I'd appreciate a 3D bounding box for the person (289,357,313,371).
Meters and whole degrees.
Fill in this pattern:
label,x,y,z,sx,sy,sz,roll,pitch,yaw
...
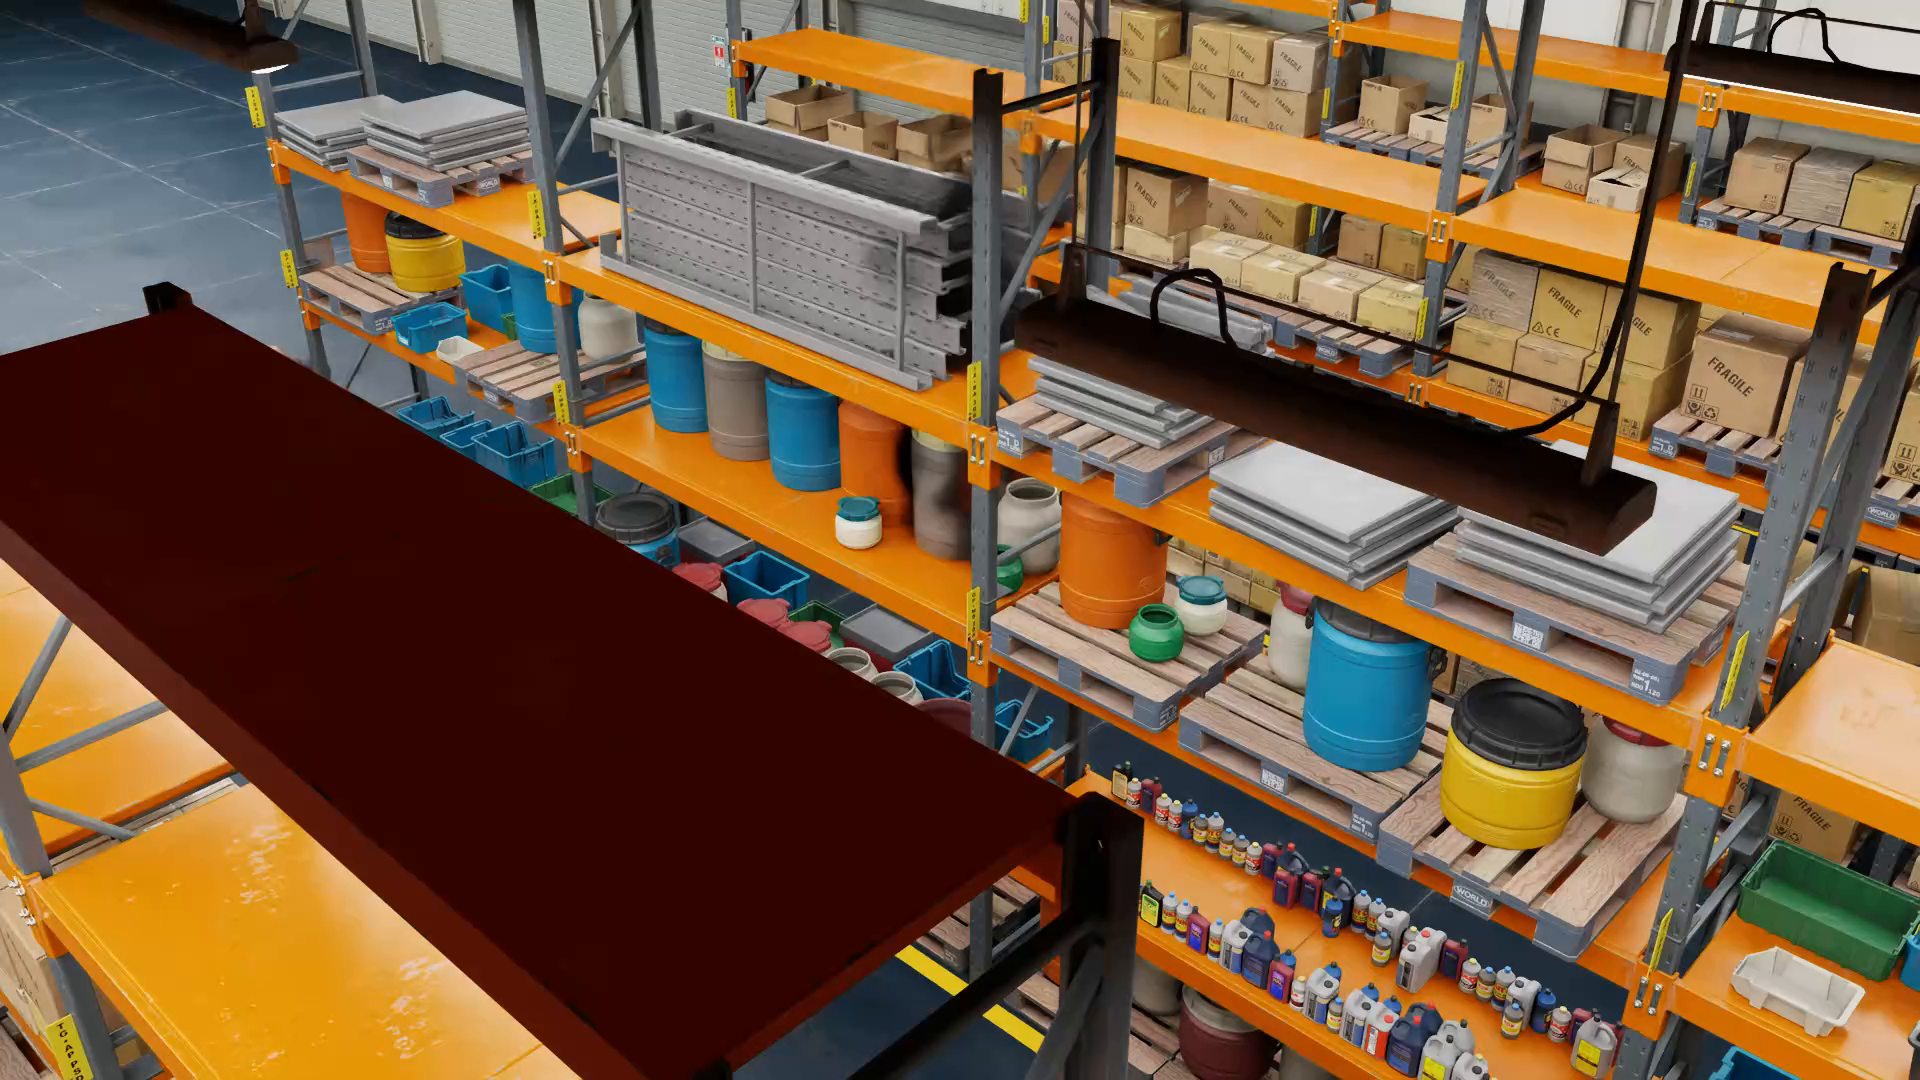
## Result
label,x,y,z,sx,sy,sz,roll,pitch,yaw
person,-6.426,-1.181,16.682,0.951,1.685,0.699,-3,30,-6
